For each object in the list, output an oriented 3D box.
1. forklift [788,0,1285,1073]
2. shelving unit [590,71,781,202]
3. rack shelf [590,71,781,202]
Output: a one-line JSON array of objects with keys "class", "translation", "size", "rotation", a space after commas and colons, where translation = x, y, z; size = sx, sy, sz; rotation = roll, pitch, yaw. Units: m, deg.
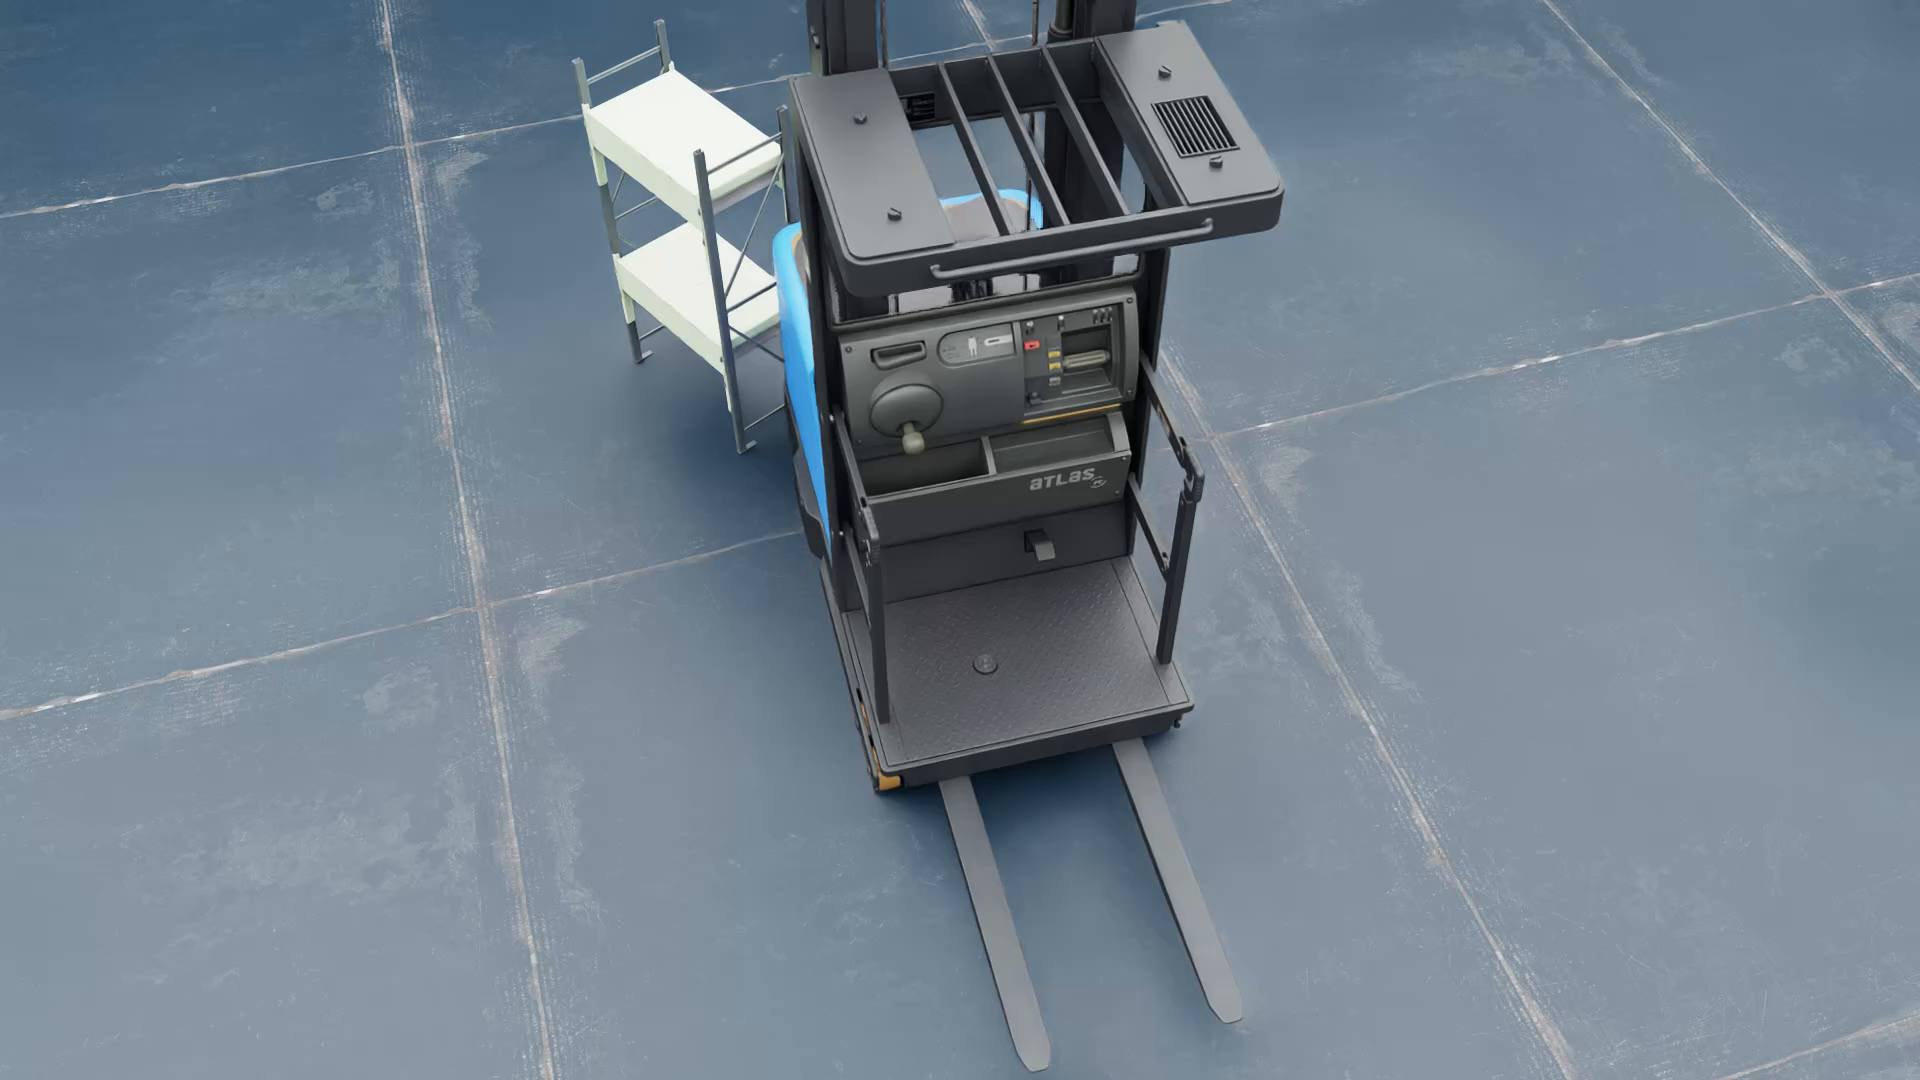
[{"class": "forklift", "translation": [0.259, -0.026, 4.774], "size": [1.118, 2.733, 2.170], "rotation": [-11, 51, -9]}, {"class": "shelving unit", "translation": [-1.010, -1.487, 6.127], "size": [0.368, 0.052, 0.686], "rotation": [-35, 58, -26]}, {"class": "rack shelf", "translation": [-1.010, -1.487, 6.127], "size": [0.368, 0.052, 0.686], "rotation": [-35, 58, -26]}]
